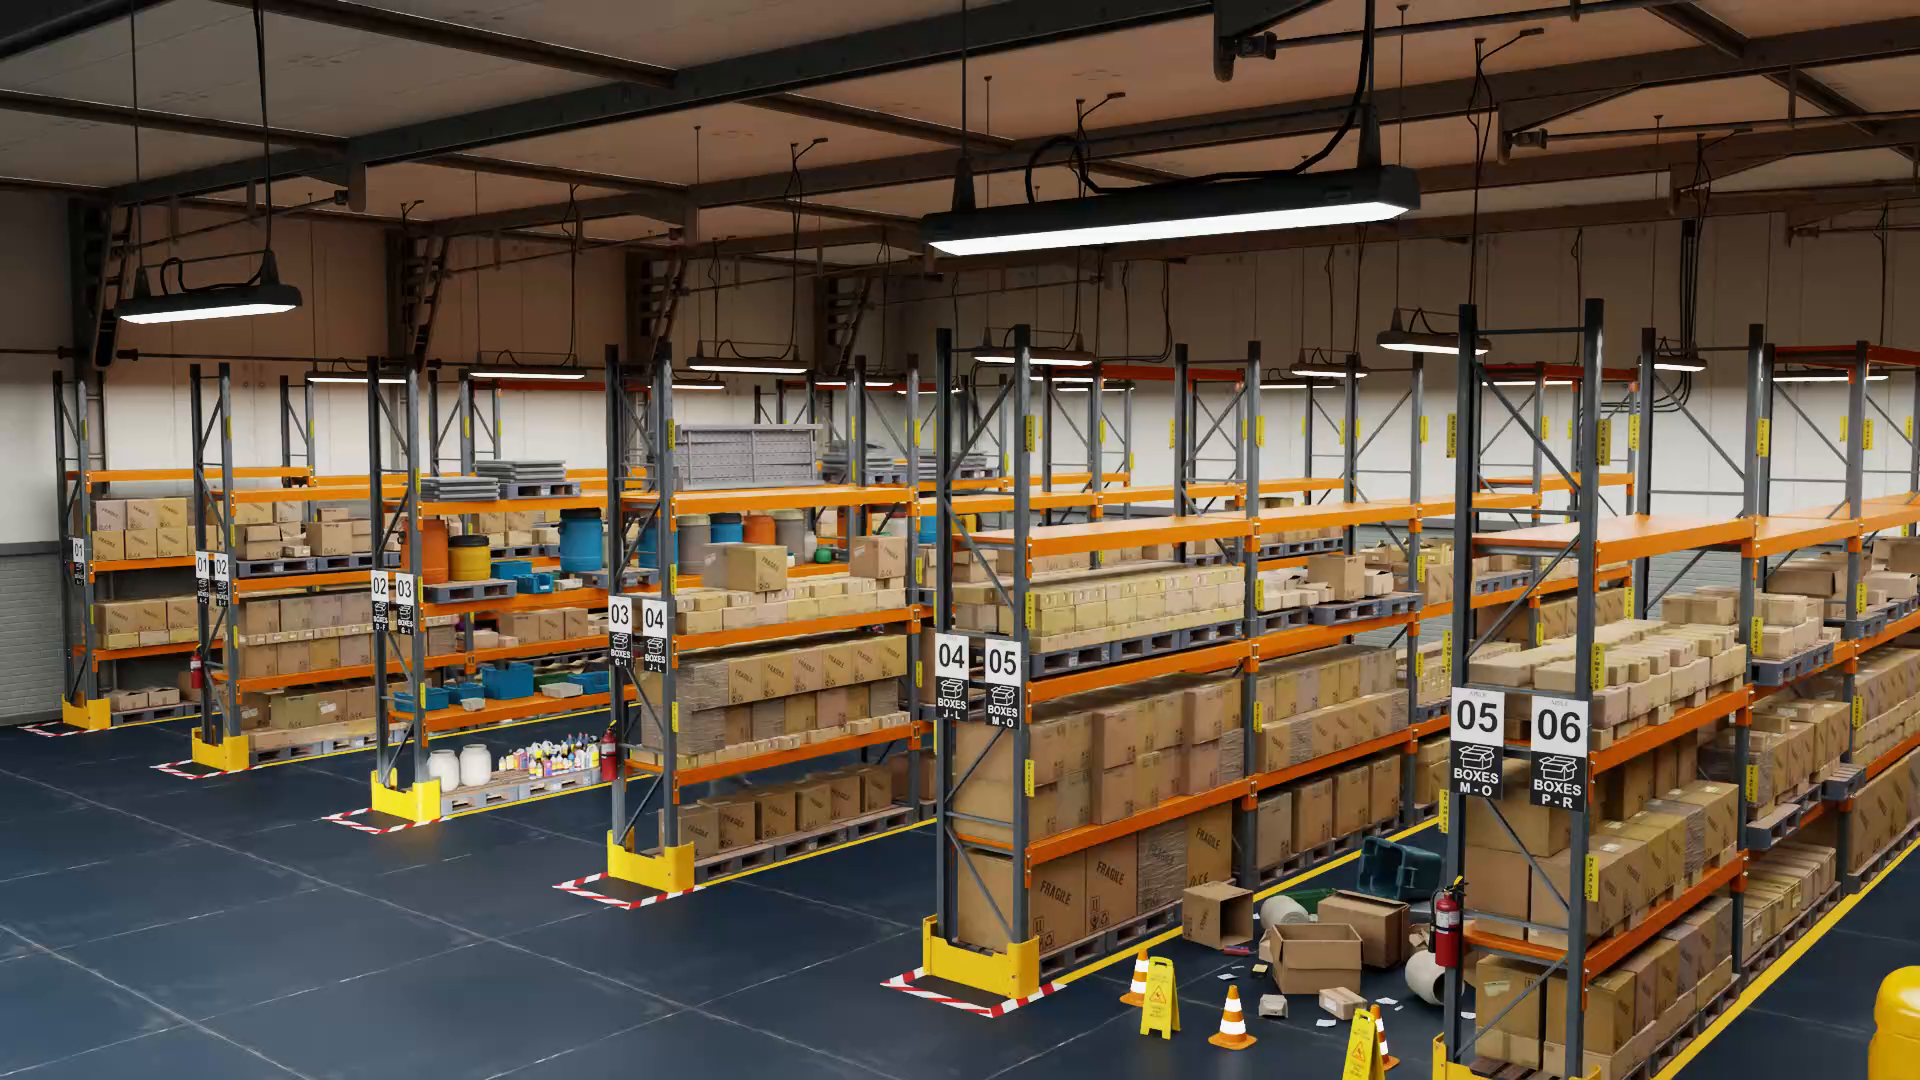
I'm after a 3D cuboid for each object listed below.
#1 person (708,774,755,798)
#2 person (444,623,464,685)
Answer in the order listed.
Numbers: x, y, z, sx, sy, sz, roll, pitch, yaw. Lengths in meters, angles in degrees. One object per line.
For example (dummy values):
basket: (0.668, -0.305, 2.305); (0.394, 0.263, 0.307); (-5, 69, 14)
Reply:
person: (-3.041, 2.853, 21.773); (0.578, 1.546, 0.907); (4, 6, 42)
person: (-9.495, 2.080, 30.534); (0.670, 1.806, 0.869); (2, 4, 22)
